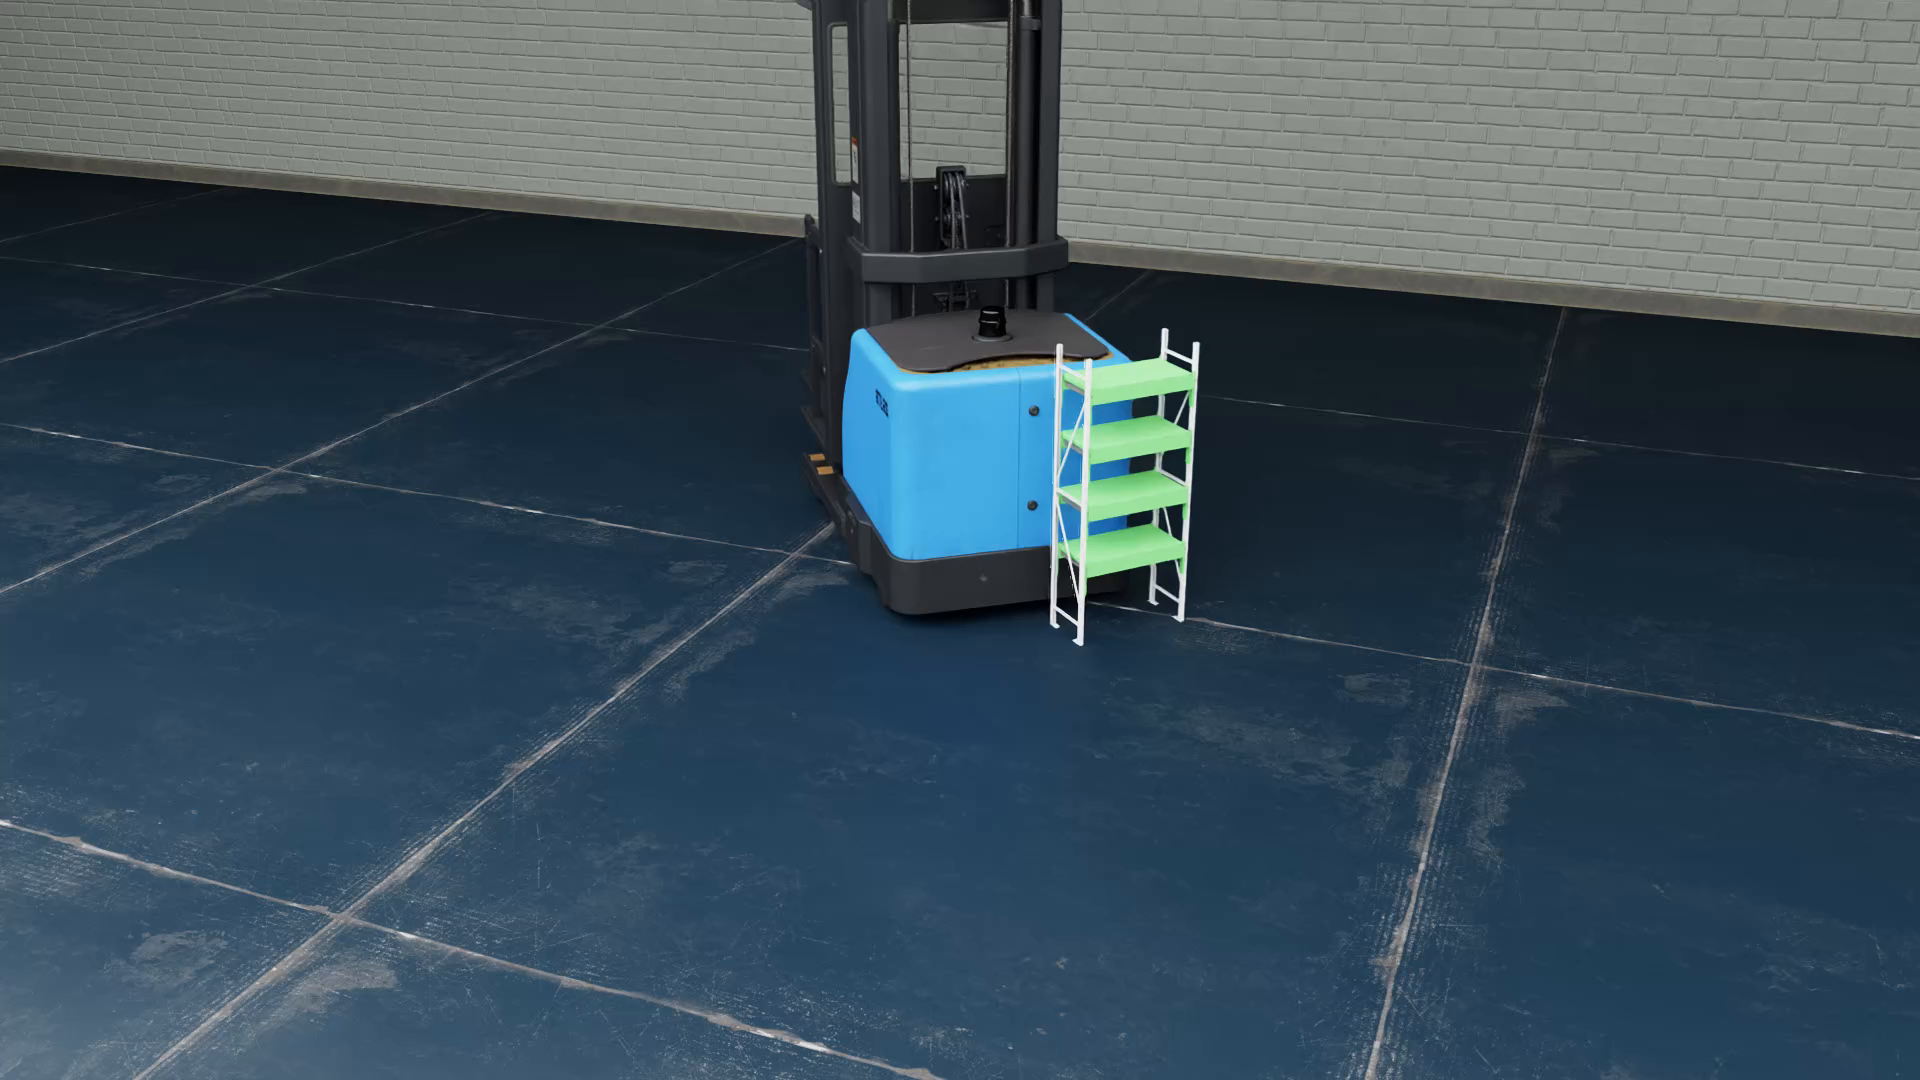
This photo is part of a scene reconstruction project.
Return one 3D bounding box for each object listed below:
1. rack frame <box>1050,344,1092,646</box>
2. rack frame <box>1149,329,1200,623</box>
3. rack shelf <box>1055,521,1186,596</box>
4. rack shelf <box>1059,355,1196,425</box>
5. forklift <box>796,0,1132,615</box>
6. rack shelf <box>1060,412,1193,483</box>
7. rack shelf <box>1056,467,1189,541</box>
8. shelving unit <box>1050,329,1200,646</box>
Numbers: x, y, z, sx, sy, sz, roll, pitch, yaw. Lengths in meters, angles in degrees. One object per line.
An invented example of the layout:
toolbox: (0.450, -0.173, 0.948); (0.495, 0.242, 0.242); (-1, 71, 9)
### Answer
rack frame: (0.437, -0.166, 6.591); (0.015, 1.200, 0.240); (-11, 25, -25)
rack frame: (0.871, -0.252, 6.796); (0.015, 1.200, 0.240); (-11, 25, -25)
rack shelf: (0.654, 0.071, 6.811); (0.480, 0.148, 0.258); (-11, 25, -25)
rack shelf: (0.654, -0.593, 6.533); (0.480, 0.148, 0.258); (-11, 25, -25)
forklift: (-0.167, -1.585, 7.742); (1.130, 2.935, 3.031); (-6, 23, -14)
rack shelf: (0.654, -0.372, 6.626); (0.480, 0.148, 0.258); (-11, 25, -25)
rack shelf: (0.654, -0.150, 6.718); (0.480, 0.148, 0.258); (-11, 25, -25)
shelving unit: (0.654, -0.209, 6.694); (0.503, 1.200, 0.258); (-11, 25, -25)
